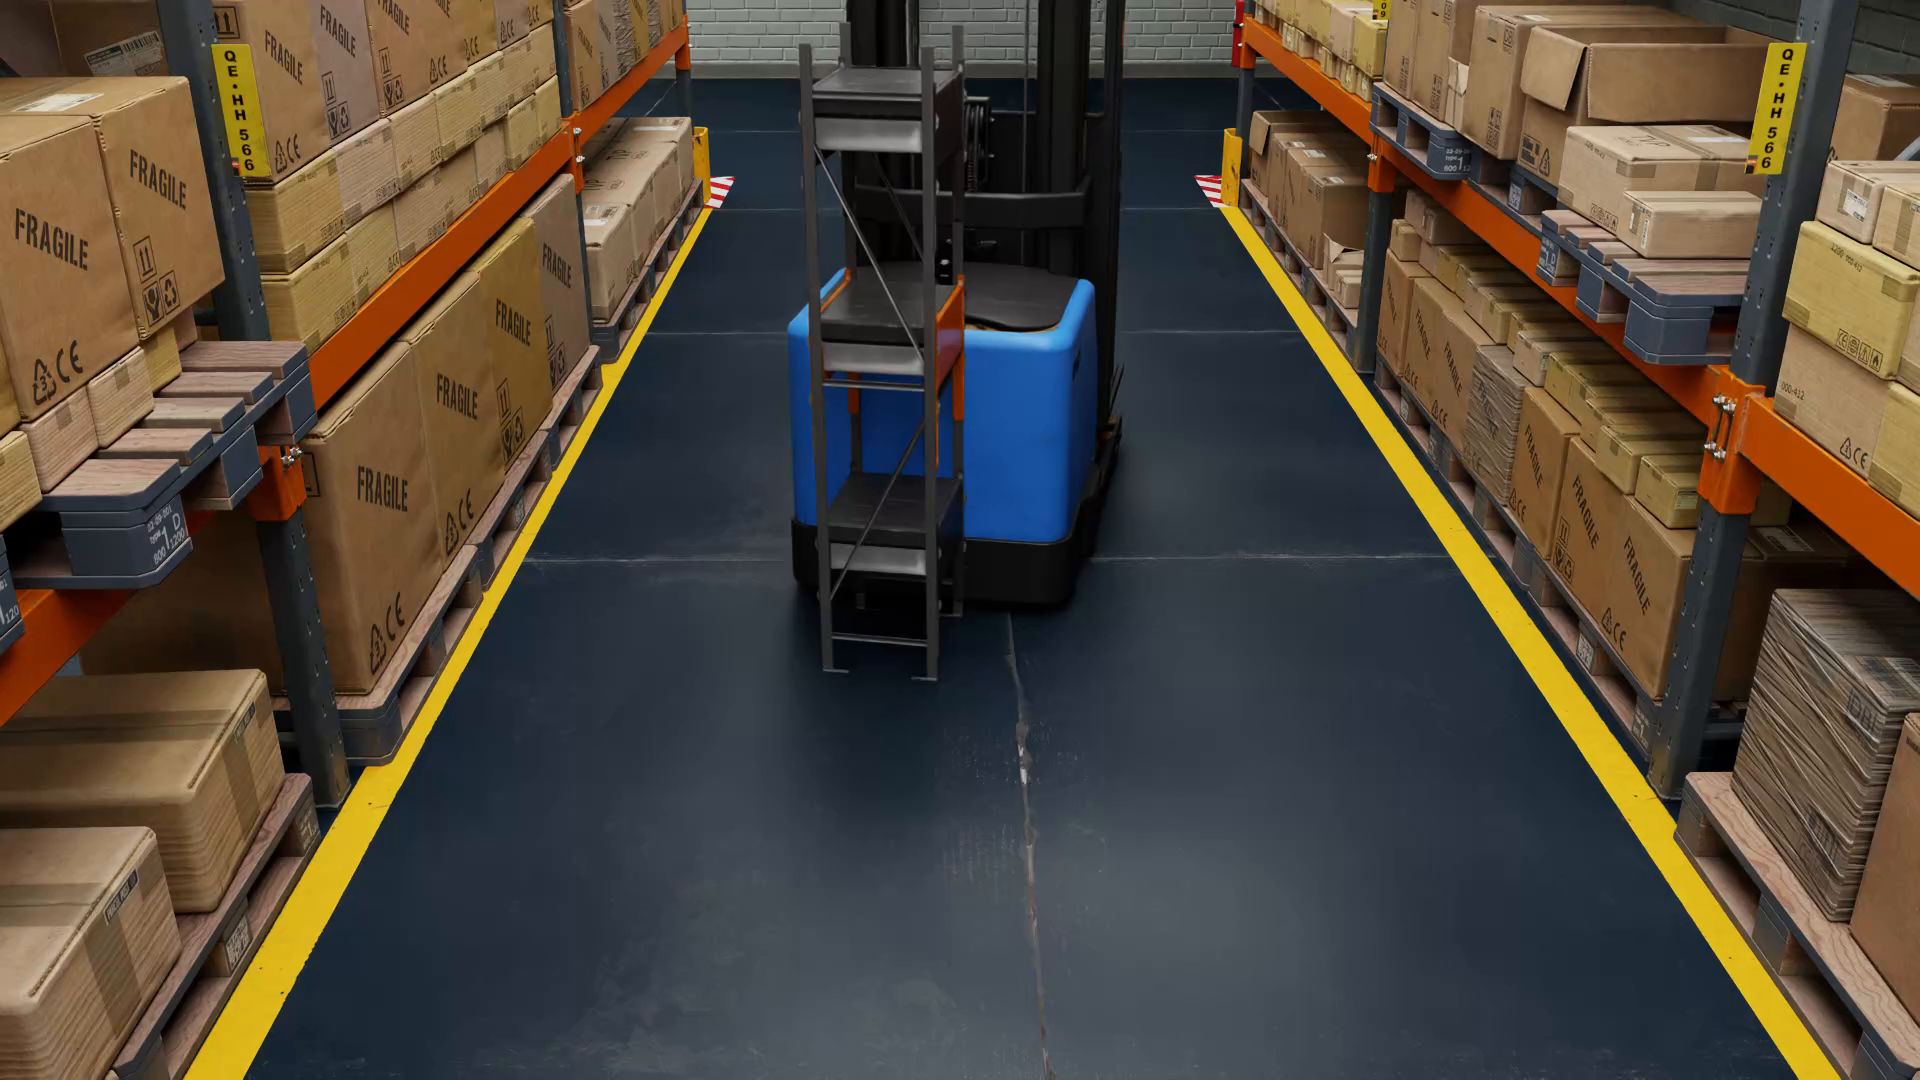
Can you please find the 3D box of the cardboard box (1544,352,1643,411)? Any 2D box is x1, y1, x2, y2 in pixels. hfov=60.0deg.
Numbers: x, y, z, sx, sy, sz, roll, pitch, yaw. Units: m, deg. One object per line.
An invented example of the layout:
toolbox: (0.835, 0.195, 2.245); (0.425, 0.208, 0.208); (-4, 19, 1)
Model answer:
cardboard box: (2.398, -0.587, 6.145); (0.380, 0.149, 0.250); (-1, 24, -1)

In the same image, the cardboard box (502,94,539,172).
cardboard box: (-2.136, -1.767, 7.198); (0.500, 0.250, 0.500); (-1, 24, -1)

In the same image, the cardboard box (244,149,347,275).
cardboard box: (-2.112, -0.950, 4.785); (0.500, 0.250, 0.500); (0, 24, -1)

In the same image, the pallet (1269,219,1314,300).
pallet: (2.543, -1.769, 10.405); (1.003, 0.211, 1.213); (0, 24, -1)

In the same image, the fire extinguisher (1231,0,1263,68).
fire extinguisher: (2.059, -3.754, 11.957); (0.296, 0.674, 0.183); (0, 24, -1)

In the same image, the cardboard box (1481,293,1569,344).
cardboard box: (2.381, -0.914, 6.867); (0.380, 0.149, 0.250); (1, 24, 1)

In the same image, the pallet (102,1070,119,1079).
pallet: (-2.336, 1.514, 3.147); (1.003, 0.211, 1.213); (0, 24, -1)

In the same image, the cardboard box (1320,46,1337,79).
cardboard box: (2.252, -2.696, 9.375); (0.380, 0.149, 0.250); (-1, 24, -1)

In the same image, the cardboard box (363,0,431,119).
cardboard box: (-2.120, -1.703, 5.542); (0.500, 0.500, 0.500); (0, 24, 1)

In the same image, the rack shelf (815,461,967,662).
rack shelf: (-0.231, 0.065, 5.789); (0.431, 0.518, 0.480); (4, 25, 9)

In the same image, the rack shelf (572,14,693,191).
rack shelf: (-2.419, -2.725, 10.008); (1.077, 0.370, 4.000); (0, 24, -1)

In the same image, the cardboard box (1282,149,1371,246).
cardboard box: (2.311, -2.130, 10.343); (0.500, 0.500, 0.500); (0, 24, 0)

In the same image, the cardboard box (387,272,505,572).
cardboard box: (-2.284, -0.456, 6.187); (0.875, 0.875, 0.875); (0, 24, 0)

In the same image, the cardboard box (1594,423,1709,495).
cardboard box: (2.317, -0.267, 5.437); (0.380, 0.149, 0.250); (-1, 24, -3)

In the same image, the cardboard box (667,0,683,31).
cardboard box: (-2.171, -3.725, 11.224); (0.500, 0.500, 0.500); (0, 24, 0)

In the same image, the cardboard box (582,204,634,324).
cardboard box: (-2.297, -1.512, 9.052); (0.875, 0.438, 0.875); (-1, 24, -1)

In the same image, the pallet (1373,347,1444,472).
pallet: (2.613, -0.647, 7.924); (1.003, 0.211, 1.213); (0, 24, -1)

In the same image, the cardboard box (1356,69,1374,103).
cardboard box: (2.286, -2.375, 8.667); (0.380, 0.149, 0.250); (0, 24, 1)

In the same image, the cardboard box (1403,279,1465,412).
cardboard box: (2.362, -0.885, 7.591); (0.500, 0.500, 0.500); (-1, 24, -1)

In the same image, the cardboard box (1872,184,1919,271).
cardboard box: (2.323, -0.703, 3.755); (0.380, 0.149, 0.250); (0, 24, 1)

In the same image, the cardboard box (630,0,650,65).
cardboard box: (-2.146, -3.093, 9.828); (0.500, 0.500, 0.500); (0, 24, 1)

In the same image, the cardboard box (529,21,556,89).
cardboard box: (-2.149, -2.207, 7.566); (0.500, 0.250, 0.500); (0, 24, -1)

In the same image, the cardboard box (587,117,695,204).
cardboard box: (-2.334, -2.629, 11.523); (0.875, 0.438, 0.875); (-1, 24, -2)

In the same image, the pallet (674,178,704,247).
pallet: (-2.354, -2.277, 11.529); (1.003, 0.211, 1.213); (0, 24, -1)

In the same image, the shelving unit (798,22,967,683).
shelving unit: (-0.231, -0.585, 5.495); (0.431, 2.100, 0.503); (4, 25, 9)

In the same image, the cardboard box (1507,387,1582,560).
cardboard box: (2.387, -0.252, 6.190); (0.500, 0.500, 0.500); (1, 24, 2)

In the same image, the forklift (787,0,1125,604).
forklift: (0.141, -1.681, 6.911); (1.130, 2.935, 3.031); (4, 25, 9)

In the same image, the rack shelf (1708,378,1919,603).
rack shelf: (2.632, 0.548, 2.772); (1.077, 0.370, 4.000); (0, 24, -1)

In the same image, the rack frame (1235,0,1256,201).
rack frame: (2.523, -3.901, 11.735); (1.000, 3.000, 0.127); (0, 24, -1)

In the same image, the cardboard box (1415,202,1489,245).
cardboard box: (2.355, -1.480, 7.758); (0.380, 0.149, 0.250); (-1, 24, -3)

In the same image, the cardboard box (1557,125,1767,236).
cardboard box: (2.275, -1.160, 5.348); (0.500, 0.250, 0.500); (-1, 24, -3)

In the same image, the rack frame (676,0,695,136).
rack frame: (-2.441, -3.877, 11.682); (1.000, 3.000, 0.127); (0, 24, -1)

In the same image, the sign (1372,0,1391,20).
sign: (2.024, -2.641, 7.899); (0.100, 0.325, 0.005); (0, 24, -1)

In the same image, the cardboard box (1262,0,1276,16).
cardboard box: (2.264, -3.572, 10.829); (0.500, 0.250, 0.500); (0, 24, 0)

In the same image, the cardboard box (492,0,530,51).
cardboard box: (-2.128, -2.334, 6.935); (0.500, 0.500, 0.500); (0, 24, 0)

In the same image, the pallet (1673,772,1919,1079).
pallet: (2.580, 1.006, 4.270); (1.003, 0.211, 1.213); (0, 24, -1)

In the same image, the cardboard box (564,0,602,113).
cardboard box: (-2.140, -2.469, 8.447); (0.500, 0.500, 0.500); (1, 24, 1)

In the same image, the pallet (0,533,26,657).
pallet: (-2.291, 0.323, 2.629); (1.003, 0.211, 1.213); (0, 24, -1)

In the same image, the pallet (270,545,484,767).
pallet: (-2.287, 0.365, 5.687); (1.003, 0.211, 1.213); (0, 24, -1)

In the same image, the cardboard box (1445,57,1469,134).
cardboard box: (2.198, -1.808, 6.762); (0.396, 0.266, 0.258); (1, 24, 2)

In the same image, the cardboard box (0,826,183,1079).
cardboard box: (-2.341, 0.963, 3.661); (0.950, 0.372, 0.625); (-1, 24, -2)

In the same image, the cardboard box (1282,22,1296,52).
cardboard box: (2.216, -3.118, 10.310); (0.380, 0.149, 0.250); (-1, 24, -2)

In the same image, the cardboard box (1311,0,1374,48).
cardboard box: (2.304, -2.940, 9.432); (0.500, 0.250, 0.500); (0, 24, -1)

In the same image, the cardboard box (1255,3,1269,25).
cardboard box: (2.252, -3.650, 11.484); (0.380, 0.149, 0.250); (0, 24, -1)

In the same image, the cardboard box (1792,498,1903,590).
cardboard box: (2.885, 0.168, 5.261); (0.500, 0.500, 0.500); (1, 24, 1)

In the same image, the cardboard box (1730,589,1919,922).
cardboard box: (2.603, 0.544, 4.280); (0.875, 0.625, 0.625); (1, 24, 1)

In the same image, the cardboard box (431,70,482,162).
cardboard box: (-2.102, -1.577, 6.172); (0.500, 0.250, 0.500); (0, 24, 0)

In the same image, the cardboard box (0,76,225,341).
cardboard box: (-2.071, -0.767, 3.813); (0.500, 0.500, 0.500); (-1, 24, -2)

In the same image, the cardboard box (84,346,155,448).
cardboard box: (-1.992, -0.309, 3.589); (0.380, 0.149, 0.250); (0, 24, -1)

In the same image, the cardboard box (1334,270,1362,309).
cardboard box: (2.266, -1.373, 9.096); (0.380, 0.149, 0.250); (-1, 24, -2)

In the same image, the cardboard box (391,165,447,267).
cardboard box: (-2.130, -1.142, 5.818); (0.500, 0.250, 0.500); (1, 24, 1)

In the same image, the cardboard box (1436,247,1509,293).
cardboard box: (2.399, -1.232, 7.570); (0.380, 0.149, 0.250); (-1, 24, -3)

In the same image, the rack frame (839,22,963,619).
rack frame: (-0.187, -0.684, 5.714); (0.400, 2.100, 0.015); (4, 25, 9)

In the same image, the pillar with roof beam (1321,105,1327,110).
pillar with roof beam: (-0.910, -7.730, 12.921); (9.100, 9.000, 0.400); (0, 24, -1)

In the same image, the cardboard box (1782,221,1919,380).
cardboard box: (2.345, -0.580, 3.967); (0.500, 0.250, 0.500); (0, 24, -1)
